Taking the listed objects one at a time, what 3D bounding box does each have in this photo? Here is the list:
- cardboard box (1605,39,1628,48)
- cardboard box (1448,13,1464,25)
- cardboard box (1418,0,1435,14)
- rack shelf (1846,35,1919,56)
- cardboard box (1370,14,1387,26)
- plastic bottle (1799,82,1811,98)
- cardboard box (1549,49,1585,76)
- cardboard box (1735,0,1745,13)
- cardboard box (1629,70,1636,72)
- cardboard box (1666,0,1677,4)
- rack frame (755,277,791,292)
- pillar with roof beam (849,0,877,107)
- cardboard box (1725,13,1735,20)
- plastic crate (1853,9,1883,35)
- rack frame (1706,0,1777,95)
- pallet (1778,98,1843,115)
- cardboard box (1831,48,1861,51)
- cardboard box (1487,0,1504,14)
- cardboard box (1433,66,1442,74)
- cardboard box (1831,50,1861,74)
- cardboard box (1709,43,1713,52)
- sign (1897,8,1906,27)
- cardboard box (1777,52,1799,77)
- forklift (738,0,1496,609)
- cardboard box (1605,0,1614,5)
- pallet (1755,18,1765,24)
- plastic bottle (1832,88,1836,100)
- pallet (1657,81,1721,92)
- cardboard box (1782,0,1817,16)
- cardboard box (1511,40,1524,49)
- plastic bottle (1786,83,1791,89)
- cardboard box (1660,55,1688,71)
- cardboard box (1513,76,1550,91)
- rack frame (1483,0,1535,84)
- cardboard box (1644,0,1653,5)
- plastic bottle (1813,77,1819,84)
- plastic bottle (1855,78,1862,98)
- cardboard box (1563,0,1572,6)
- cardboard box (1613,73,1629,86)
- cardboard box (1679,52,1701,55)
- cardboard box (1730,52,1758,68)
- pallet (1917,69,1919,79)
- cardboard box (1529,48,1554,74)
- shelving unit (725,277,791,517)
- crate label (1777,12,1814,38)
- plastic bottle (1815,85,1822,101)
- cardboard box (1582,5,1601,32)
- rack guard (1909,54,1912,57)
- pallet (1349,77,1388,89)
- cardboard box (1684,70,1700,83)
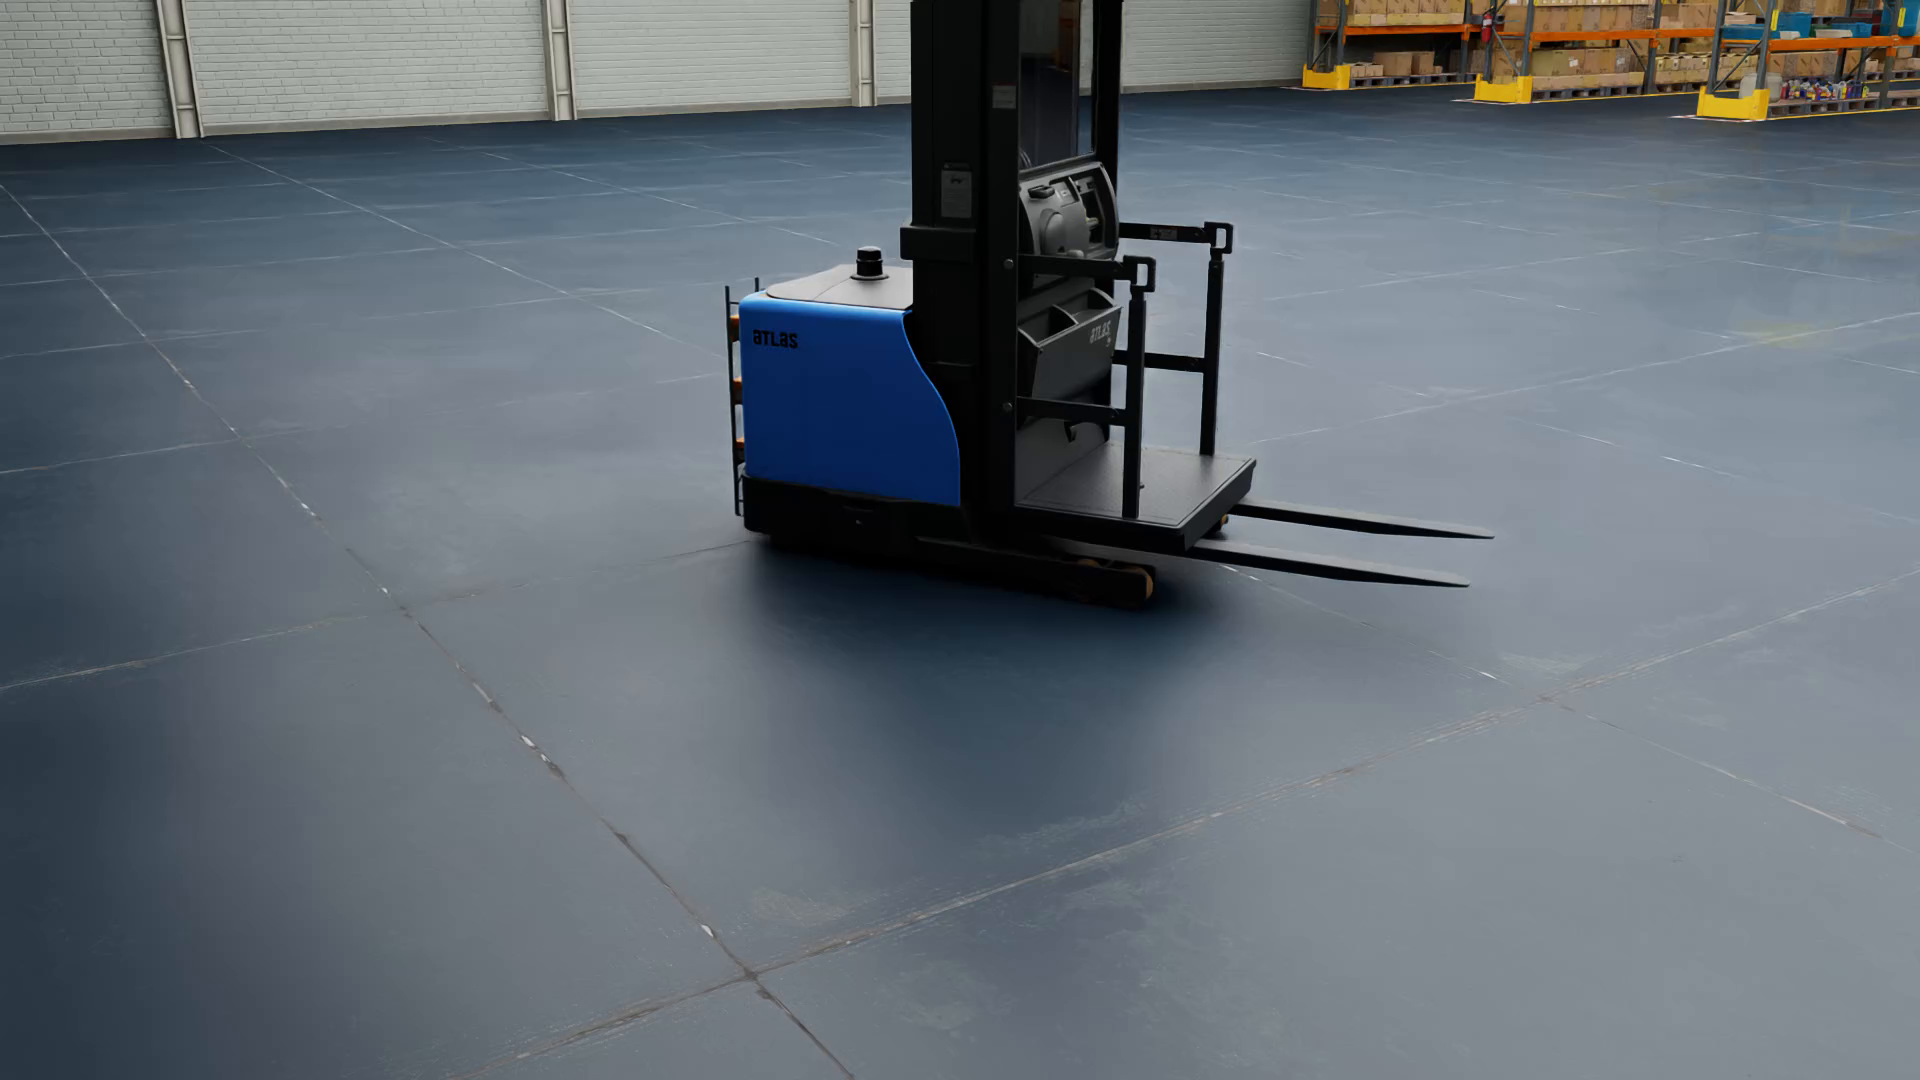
[{"bbox_3d":[16.182,-12.325,41.719,0.750,0.750,0.750,-12,22,-32],"label":"cardboard box"},{"bbox_3d":[11.190,-11.967,38.162,0.500,0.250,0.500,-12,22,-31],"label":"cardboard box"},{"bbox_3d":[10.354,-12.145,37.519,0.500,0.500,0.500,-13,22,-33],"label":"cardboard box"},{"bbox_3d":[18.538,-9.555,31.946,4.000,0.370,1.077,-12,22,-31],"label":"rack shelf"},{"bbox_3d":[9.087,-11.523,36.849,0.500,0.250,0.500,-13,22,-33],"label":"cardboard box"},{"bbox_3d":[15.555,-8.287,30.639,0.135,0.276,0.152,-12,22,-31],"label":"plastic bottle"},{"bbox_3d":[12.203,-9.631,33.515,0.500,0.500,0.500,-12,22,-31],"label":"cardboard box"},{"bbox_3d":[20.420,-14.225,44.170,0.700,0.700,0.980,-12,22,-32],"label":"cardboard box"},{"bbox_3d":[14.334,-9.916,35.529,0.500,0.250,0.500,-12,22,-32],"label":"cardboard box"},{"bbox_3d":[17.854,-13.651,42.289,0.500,0.500,0.500,-12,22,-32],"label":"cardboard box"},{"bbox_3d":[-0.827,-0.668,7.581,0.200,1.050,0.008,9,20,24],"label":"rack frame"},{"bbox_3d":[0.533,-11.420,26.973,0.400,9.000,9.100,-12,22,-31],"label":"pillar with roof beam"},{"bbox_3d":[16.634,-11.425,36.496,0.500,0.311,0.500,-12,22,-32],"label":"cardboard box"},{"bbox_3d":[17.104,-9.741,31.273,0.583,0.464,0.402,-12,22,-31],"label":"plastic crate"},{"bbox_3d":[13.527,-8.839,28.705,0.127,3.000,1.000,-12,22,-31],"label":"rack frame"},{"bbox_3d":[15.264,-7.899,30.279,1.213,0.211,1.003,-12,22,-31],"label":"pallet"},{"bbox_3d":[21.148,-11.478,39.729,0.500,0.500,0.500,-12,22,-31],"label":"cardboard box"},{"bbox_3d":[12.334,-12.626,39.065,0.500,0.500,0.700,-9,21,-26],"label":"cardboard box"},{"bbox_3d":[10.989,-10.957,38.708,0.250,0.166,0.380,-16,24,-38],"label":"cardboard box"},{"bbox_3d":[20.574,-11.138,38.724,0.500,0.500,0.500,-12,22,-32],"label":"cardboard box"},{"bbox_3d":[19.633,-12.899,43.962,0.500,0.500,0.700,-11,22,-30],"label":"cardboard box"},{"bbox_3d":[17.161,-9.525,30.304,0.005,0.325,0.100,-12,22,-31],"label":"sign"},{"bbox_3d":[18.459,-10.695,37.412,0.500,0.500,0.500,-13,23,-33],"label":"cardboard box"},{"bbox_3d":[0.623,-1.314,6.555,3.031,2.935,1.130,9,20,24],"label":"forklift"},{"bbox_3d":[12.976,-10.895,33.619,0.250,0.149,0.380,-11,22,-30],"label":"cardboard box"},{"bbox_3d":[18.015,-11.620,37.234,1.003,0.211,1.213,-12,22,-31],"label":"pallet"},{"bbox_3d":[15.837,-8.089,30.170,0.097,0.201,0.097,0,19,0],"label":"plastic bottle"},{"bbox_3d":[15.761,-9.904,36.211,1.213,0.211,1.003,-12,22,-31],"label":"pallet"},{"bbox_3d":[18.820,-12.071,37.454,0.500,0.500,0.700,-8,20,-21],"label":"cardboard box"},{"bbox_3d":[13.250,-11.961,39.986,0.500,0.250,0.500,-12,22,-32],"label":"cardboard box"},{"bbox_3d":[15.162,-8.259,30.556,0.135,0.276,0.152,-13,22,-33],"label":"plastic bottle"},{"bbox_3d":[15.050,-10.124,35.268,0.500,0.311,0.500,-12,22,-32],"label":"cardboard box"},{"bbox_3d":[11.376,-9.095,33.102,0.500,0.250,0.500,-12,22,-31],"label":"cardboard box"},{"bbox_3d":[10.806,-10.164,32.626,0.127,3.000,1.000,-12,22,-31],"label":"rack frame"},{"bbox_3d":[14.038,-11.118,34.279,0.250,0.149,0.380,-12,22,-31],"label":"cardboard box"},{"bbox_3d":[15.966,-8.465,31.051,0.185,0.351,0.144,-11,22,-30],"label":"plastic bottle"},{"bbox_3d":[16.489,-8.306,30.579,0.185,0.351,0.144,-13,22,-33],"label":"plastic bottle"},{"bbox_3d":[11.892,-10.665,32.938,0.250,0.149,0.380,-12,22,-32],"label":"cardboard box"},{"bbox_3d":[13.457,-9.539,34.416,0.500,0.250,0.500,-12,22,-31],"label":"cardboard box"},{"bbox_3d":[16.027,-10.538,36.493,0.500,0.311,0.500,-13,22,-33],"label":"cardboard box"},{"bbox_3d":[17.186,-10.577,36.610,0.500,0.311,0.500,-11,22,-30],"label":"cardboard box"},{"bbox_3d":[23.440,-11.507,40.953,1.213,0.211,1.003,-12,22,-31],"label":"pallet"},{"bbox_3d":[11.918,-9.770,33.926,0.500,0.500,0.500,-12,22,-31],"label":"cardboard box"},{"bbox_3d":[-0.879,-0.633,7.476,0.215,1.050,0.252,9,20,24],"label":"shelving unit"},{"bbox_3d":[14.916,-9.252,29.872,0.616,0.435,0.502,-12,22,-31],"label":"crate label"},{"bbox_3d":[15.412,-8.031,29.871,0.133,0.283,0.061,-11,22,-31],"label":"plastic bottle"},{"bbox_3d":[12.495,-10.564,33.652,0.500,0.500,0.700,-11,22,-30],"label":"cardboard box"},{"bbox_3d":[24.106,-11.785,41.323,0.348,0.500,1.175,-12,22,-31],"label":"rack guard"},{"bbox_3d":[8.840,-10.314,37.425,1.213,0.211,1.003,-12,22,-31],"label":"pallet"},{"bbox_3d":[15.479,-9.951,35.635,0.500,0.250,0.500,-13,22,-33],"label":"cardboard box"}]
